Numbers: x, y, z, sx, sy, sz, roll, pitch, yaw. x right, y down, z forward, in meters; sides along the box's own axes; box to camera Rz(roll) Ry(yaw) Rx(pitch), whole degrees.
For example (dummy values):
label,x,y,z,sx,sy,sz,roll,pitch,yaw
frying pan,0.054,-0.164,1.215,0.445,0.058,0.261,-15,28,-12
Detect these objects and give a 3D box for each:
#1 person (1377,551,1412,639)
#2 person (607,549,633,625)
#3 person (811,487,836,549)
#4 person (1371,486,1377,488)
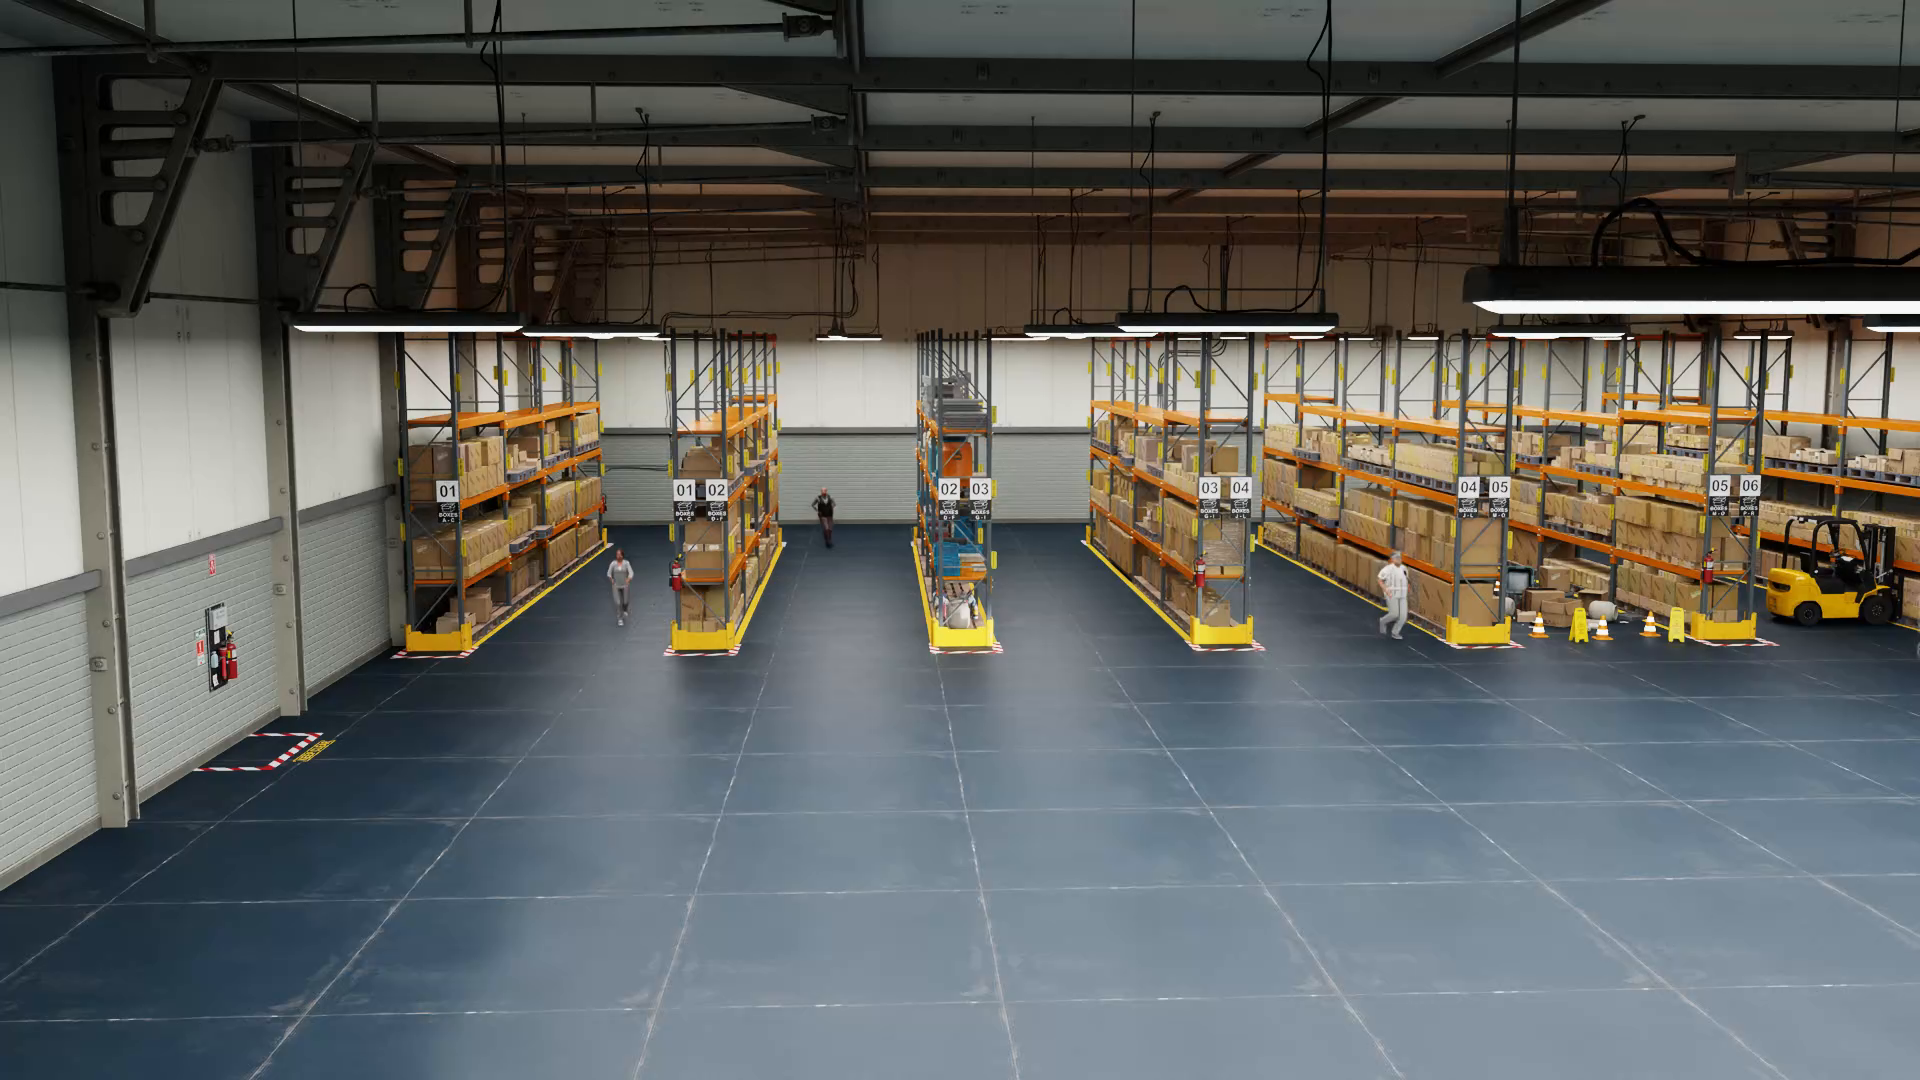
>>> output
label,x,y,z,sx,sy,sz,roll,pitch,yaw
person,8.481,1.059,32.306,0.687,1.720,0.600,-2,7,-19
person,-6.927,0.969,33.899,0.532,1.538,0.559,-1,7,-11
person,-3.783,-0.610,46.696,0.657,1.770,0.732,-4,8,-28
person,12.521,-0.847,49.413,0.846,1.505,0.597,1,7,5
